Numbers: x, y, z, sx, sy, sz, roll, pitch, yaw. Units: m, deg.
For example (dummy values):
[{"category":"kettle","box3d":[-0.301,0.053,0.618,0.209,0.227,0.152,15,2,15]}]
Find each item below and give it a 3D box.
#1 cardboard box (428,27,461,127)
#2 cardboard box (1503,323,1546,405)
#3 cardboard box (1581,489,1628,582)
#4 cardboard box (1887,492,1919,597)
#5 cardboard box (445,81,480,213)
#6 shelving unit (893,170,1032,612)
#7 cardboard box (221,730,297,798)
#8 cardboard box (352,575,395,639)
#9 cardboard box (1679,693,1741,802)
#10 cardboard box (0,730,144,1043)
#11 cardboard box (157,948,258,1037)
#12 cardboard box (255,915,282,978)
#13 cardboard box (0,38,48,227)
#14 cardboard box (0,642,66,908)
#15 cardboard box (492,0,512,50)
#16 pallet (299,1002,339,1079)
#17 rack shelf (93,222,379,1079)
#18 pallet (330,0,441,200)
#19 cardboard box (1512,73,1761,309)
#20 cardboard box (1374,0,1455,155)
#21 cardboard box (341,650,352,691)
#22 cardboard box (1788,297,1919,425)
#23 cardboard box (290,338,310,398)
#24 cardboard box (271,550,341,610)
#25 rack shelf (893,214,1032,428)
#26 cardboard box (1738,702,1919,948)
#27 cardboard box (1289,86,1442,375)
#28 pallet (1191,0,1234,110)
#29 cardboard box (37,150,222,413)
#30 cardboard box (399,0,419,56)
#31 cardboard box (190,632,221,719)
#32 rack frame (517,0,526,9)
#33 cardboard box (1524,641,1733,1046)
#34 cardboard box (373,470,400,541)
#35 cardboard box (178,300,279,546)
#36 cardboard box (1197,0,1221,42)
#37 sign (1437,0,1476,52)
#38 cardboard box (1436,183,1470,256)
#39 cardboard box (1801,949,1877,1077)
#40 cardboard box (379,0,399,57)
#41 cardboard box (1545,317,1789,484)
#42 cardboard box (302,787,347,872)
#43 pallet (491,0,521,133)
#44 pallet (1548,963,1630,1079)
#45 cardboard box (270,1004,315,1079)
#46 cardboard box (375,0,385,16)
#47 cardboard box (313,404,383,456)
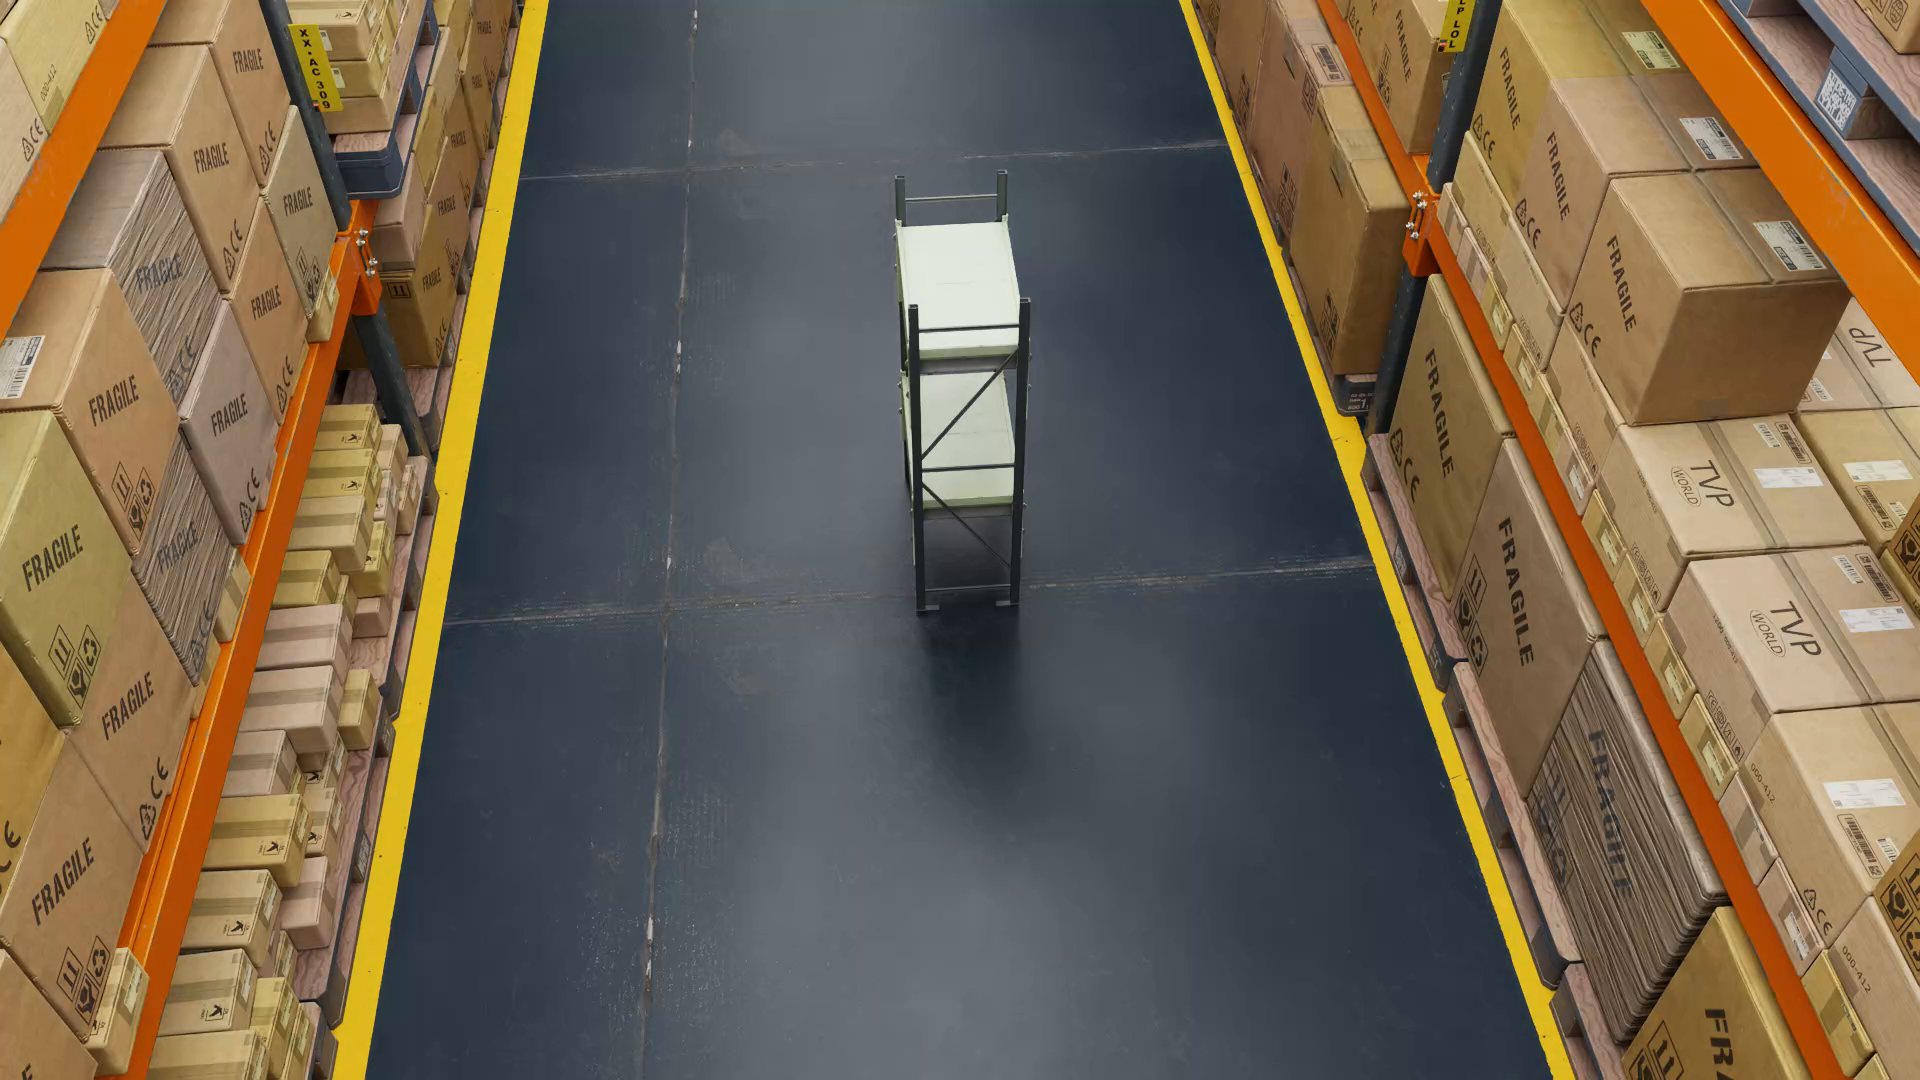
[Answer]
[{"category":"cardboard box","box3d":[-2.591,-2.096,7.585,0.500,0.250,0.500,-2,47,-2]},{"category":"cardboard box","box3d":[2.006,-0.585,5.411,0.380,0.149,0.250,-5,47,-4]},{"category":"cardboard box","box3d":[2.069,-0.028,4.884,0.380,0.149,0.250,-5,47,-4]},{"category":"cardboard box","box3d":[2.716,0.009,4.057,0.500,0.500,0.500,-5,47,-4]},{"category":"cardboard box","box3d":[-2.608,-1.845,7.863,0.500,0.500,0.500,-3,47,-3]},{"category":"shelving unit","box3d":[-0.001,-0.521,6.210,0.431,1.500,0.755,-3,47,-3]},{"category":"cardboard box","box3d":[-2.324,0.751,5.238,0.380,0.149,0.250,-3,47,-3]},{"category":"cardboard box","box3d":[-2.310,0.231,6.139,0.380,0.149,0.250,-5,47,-5]},{"category":"cardboard box","box3d":[2.134,0.527,4.357,0.380,0.149,0.250,-4,47,-4]},{"category":"cardboard box","box3d":[-2.205,0.782,3.670,0.500,0.500,0.500,-3,47,-3]},{"category":"cardboard box","box3d":[-2.217,1.321,4.698,0.380,0.149,0.250,-6,47,-5]},{"category":"cardboard box","box3d":[-2.266,1.233,4.986,0.380,0.149,0.250,-6,47,-5]},{"category":"cardboard box","box3d":[-2.283,-0.801,3.480,0.500,0.250,0.500,-4,47,-3]},{"category":"cardboard box","box3d":[-2.194,0.460,3.286,0.500,0.500,0.500,-2,47,-2]},{"category":"cardboard box","box3d":[-2.726,-2.967,8.926,0.500,0.500,0.500,-4,47,-3]},{"category":"pallet","box3d":[-2.411,1.960,4.748,1.003,0.211,1.213,-3,47,-3]},{"category":"rack shelf","box3d":[-2.540,0.446,4.757,1.077,0.370,4.000,-3,47,-3]},{"category":"pallet","box3d":[-2.626,-1.744,6.468,1.003,0.211,1.213,-3,47,-3]},{"category":"cardboard box","box3d":[2.063,-1.066,5.076,0.500,0.500,0.500,-3,47,-3]},{"category":"cardboard box","box3d":[1.933,-1.833,6.351,0.500,0.500,0.500,-3,47,-3]},{"category":"cardboard box","box3d":[-2.325,0.453,5.725,0.380,0.149,0.250,-2,47,-2]},{"category":"cardboard box","box3d":[2.631,-0.480,5.037,0.500,0.250,0.500,-3,47,-2]},{"category":"cardboard box","box3d":[-2.357,-0.593,5.418,0.380,0.149,0.250,-2,47,-2]},{"category":"cardboard box","box3d":[-2.385,0.179,5.779,0.380,0.149,0.250,-2,47,-2]},{"category":"rack shelf","box3d":[-0.001,-0.789,5.927,0.431,0.370,0.720,-3,47,-3]},{"category":"cardboard box","box3d":[2.232,0.665,3.952,0.500,0.250,0.500,-4,47,-4]},{"category":"cardboard box","box3d":[2.170,-1.352,7.139,1.225,0.875,0.875,-3,47,-3]},{"category":"pallet","box3d":[1.900,-2.837,9.291,1.003,0.211,1.213,-3,47,-3]},{"category":"cardboard box","box3d":[-2.321,-0.660,4.347,0.500,0.500,0.500,-2,47,-2]},{"category":"cardboard box","box3d":[-2.328,-2.000,6.462,0.380,0.149,0.250,-3,47,-3]},{"category":"cardboard box","box3d":[-2.254,0.352,4.523,0.380,0.149,0.250,-2,47,-2]},{"category":"rack frame","box3d":[-3.042,-4.142,8.607,1.000,3.000,0.127,-3,47,-3]},{"category":"cardboard box","box3d":[2.369,0.887,5.018,0.875,0.875,0.875,-3,47,-3]},{"category":"cardboard box","box3d":[-2.329,-0.111,6.258,0.380,0.149,0.250,-6,47,-5]},{"category":"cardboard box","box3d":[-2.302,-0.316,4.710,0.500,0.500,0.500,-4,47,-4]},{"category":"cardboard box","box3d":[1.946,-3.284,8.968,1.225,0.875,0.875,-5,47,-5]},{"category":"sign","box3d":[1.704,-1.807,5.653,0.100,0.325,0.005,-3,47,-3]},{"category":"cardboard box","box3d":[1.937,-1.156,5.952,0.380,0.149,0.250,-3,47,-3]},{"category":"cardboard box","box3d":[2.197,1.078,3.836,0.380,0.149,0.250,-3,47,-3]},{"category":"cardboard box","box3d":[-2.305,-1.909,6.171,0.380,0.149,0.250,-4,47,-4]},{"category":"cardboard box","box3d":[2.108,-0.437,4.996,0.500,0.250,0.500,-2,47,-2]},{"category":"cardboard box","box3d":[-2.240,0.965,5.444,0.380,0.149,0.250,-3,47,-3]},{"category":"pallet","box3d":[-2.978,-2.618,9.084,1.003,0.211,1.213,-3,47,-3]},{"category":"pallet","box3d":[2.434,1.803,4.897,1.003,0.211,1.213,-3,47,-3]},{"category":"cardboard box","box3d":[-2.140,1.528,4.911,0.380,0.149,0.250,-3,47,-3]},{"category":"cardboard box","box3d":[-2.311,-2.025,6.076,0.380,0.149,0.250,-2,47,-2]},{"category":"cardboard box","box3d":[-2.418,-0.375,6.304,0.380,0.149,0.250,-2,47,-2]}]
